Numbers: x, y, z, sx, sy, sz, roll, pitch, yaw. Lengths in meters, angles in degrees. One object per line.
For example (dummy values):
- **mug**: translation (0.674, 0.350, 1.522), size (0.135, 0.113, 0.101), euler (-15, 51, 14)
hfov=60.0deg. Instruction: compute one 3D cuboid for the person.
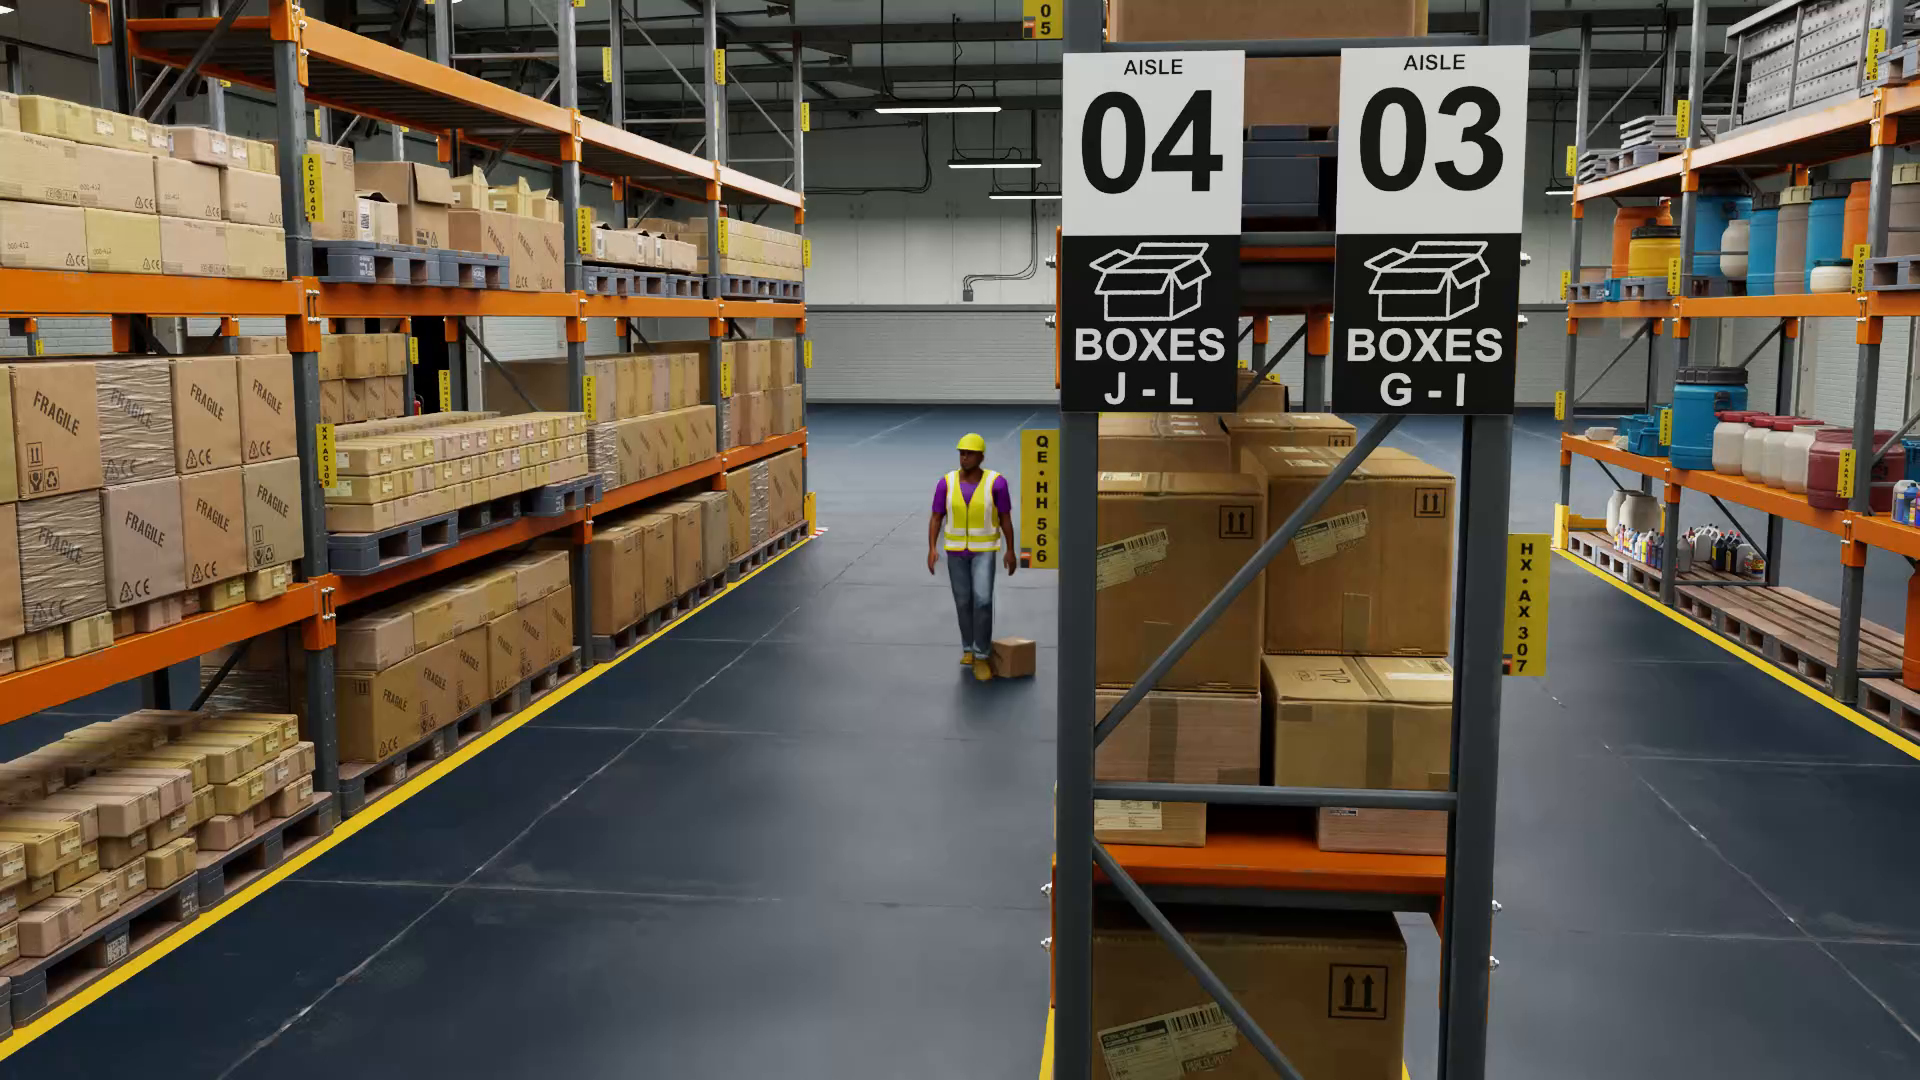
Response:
- **person**: translation (0.086, 0.118, 12.348), size (0.625, 1.818, 0.569), euler (2, 8, 15)
